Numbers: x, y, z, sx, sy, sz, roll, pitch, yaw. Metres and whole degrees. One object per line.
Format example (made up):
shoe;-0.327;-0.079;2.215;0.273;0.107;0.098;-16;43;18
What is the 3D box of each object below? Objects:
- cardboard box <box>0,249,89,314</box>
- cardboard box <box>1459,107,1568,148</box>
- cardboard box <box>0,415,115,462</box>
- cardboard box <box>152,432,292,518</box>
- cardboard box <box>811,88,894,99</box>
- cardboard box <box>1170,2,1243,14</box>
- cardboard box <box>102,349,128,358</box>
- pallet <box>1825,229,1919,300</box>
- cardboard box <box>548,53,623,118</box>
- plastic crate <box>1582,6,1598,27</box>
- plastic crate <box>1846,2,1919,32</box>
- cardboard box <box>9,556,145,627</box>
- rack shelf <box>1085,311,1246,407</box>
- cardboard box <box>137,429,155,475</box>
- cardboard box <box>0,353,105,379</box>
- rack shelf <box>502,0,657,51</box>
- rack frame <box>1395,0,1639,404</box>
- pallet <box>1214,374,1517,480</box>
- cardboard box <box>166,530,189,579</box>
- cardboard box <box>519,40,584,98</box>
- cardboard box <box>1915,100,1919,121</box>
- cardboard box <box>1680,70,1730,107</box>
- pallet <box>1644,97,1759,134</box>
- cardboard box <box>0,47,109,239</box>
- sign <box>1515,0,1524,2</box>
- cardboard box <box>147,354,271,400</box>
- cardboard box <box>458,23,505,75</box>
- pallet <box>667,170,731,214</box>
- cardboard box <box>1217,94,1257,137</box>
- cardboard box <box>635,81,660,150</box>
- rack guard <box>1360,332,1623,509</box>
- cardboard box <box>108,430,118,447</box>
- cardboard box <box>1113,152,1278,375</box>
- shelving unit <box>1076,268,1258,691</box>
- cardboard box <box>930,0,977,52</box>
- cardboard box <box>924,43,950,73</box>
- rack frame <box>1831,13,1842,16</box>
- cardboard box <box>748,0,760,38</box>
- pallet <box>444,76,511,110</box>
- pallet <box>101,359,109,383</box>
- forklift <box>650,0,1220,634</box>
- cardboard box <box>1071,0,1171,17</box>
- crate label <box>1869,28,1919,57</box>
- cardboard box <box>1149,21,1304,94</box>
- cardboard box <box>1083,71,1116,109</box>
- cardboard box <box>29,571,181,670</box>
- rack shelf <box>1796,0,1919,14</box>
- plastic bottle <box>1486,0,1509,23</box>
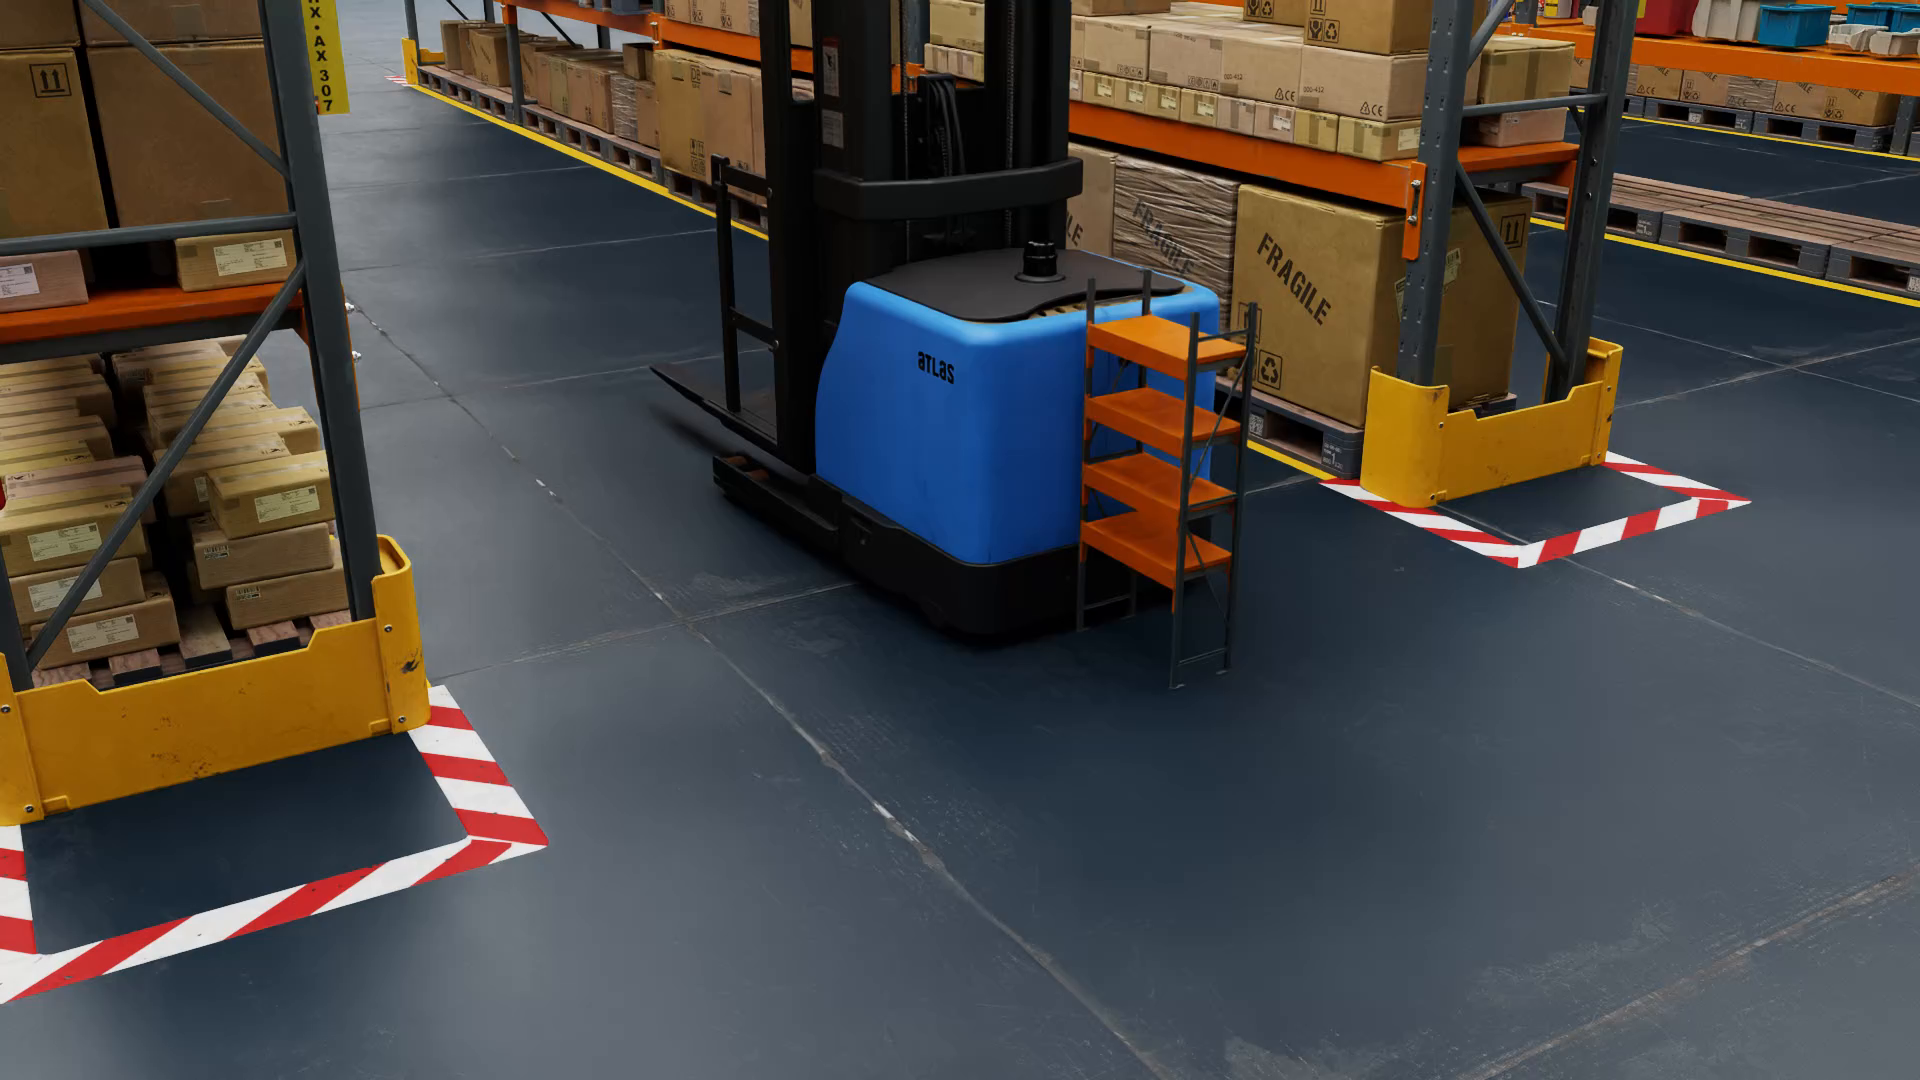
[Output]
cardboard box;-2.524;-0.694;4.370;0.380;0.149;0.250;-13;25;-28
cardboard box;2.303;-1.743;6.949;0.380;0.149;0.250;-12;25;-28
cardboard box;-3.001;-0.279;5.454;0.380;0.149;0.250;-14;26;-30
cardboard box;-2.334;-0.210;5.283;0.380;0.149;0.250;-12;25;-27
cardboard box;-0.186;-2.389;10.470;1.225;0.875;0.875;-13;25;-28
cardboard box;1.136;-2.619;8.576;0.500;0.250;0.500;-12;25;-27
cardboard box;-3.389;-0.885;6.945;0.380;0.149;0.250;-12;25;-27
pallet;6.071;-1.616;10.007;1.003;0.211;1.213;-13;25;-28
cardboard box;-3.406;-4.250;15.520;0.700;0.500;0.500;-13;25;-29
plastic crate;4.531;-3.656;11.593;0.396;0.136;0.243;-13;25;-28
plastic crate;5.790;-3.250;10.467;0.416;0.233;0.300;-13;25;-28
cardboard box;-2.630;0.113;4.883;0.380;0.149;0.250;-13;26;-30
rack shelf;0.626;-0.554;5.034;0.258;0.148;0.480;-14;26;-30
cardboard box;-2.709;-0.323;5.957;0.380;0.149;0.250;-14;26;-31
cardboard box;-3.476;-0.629;6.314;0.380;0.149;0.250;-14;26;-30
rack shelf;-2.907;-4.585;14.563;1.077;0.370;4.000;-13;25;-28
rack frame;2.201;-1.681;6.463;1.000;3.000;0.127;-13;25;-28
pallet;1.725;-0.633;7.588;1.003;0.211;1.213;-13;25;-28
cardboard box;-2.444;-0.013;5.587;0.380;0.149;0.250;-12;25;-28
cardboard box;-4.099;-4.739;16.749;0.500;0.500;0.500;-13;26;-30
cardboard box;8.639;-4.129;15.222;0.500;0.500;0.500;-14;26;-31
cardboard box;7.415;-4.519;16.180;0.500;0.500;0.500;-14;26;-30
pallet;7.601;-4.239;16.461;1.003;0.211;1.213;-13;25;-28
cardboard box;-2.565;-1.040;4.358;0.500;0.500;0.500;-12;25;-27
sign;3.942;-3.951;11.682;0.100;0.325;0.005;-13;25;-28
cardboard box;-2.779;-0.566;6.159;0.380;0.149;0.250;-12;25;-27
cardboard box;-5.333;-5.504;18.632;0.500;0.500;0.500;-6;23;-14
pallet;-1.547;-2.709;12.696;1.003;0.211;1.213;-13;25;-28
cardboard box;1.347;-1.863;7.245;0.380;0.149;0.250;-12;25;-27
cardboard box;-2.245;-3.529;13.746;0.700;0.500;0.500;-14;26;-31
rack guard;2.213;-0.515;6.915;1.175;0.500;0.348;-13;25;-28
cardboard box;-3.600;-0.439;6.636;0.380;0.149;0.250;-14;26;-30
cardboard box;1.341;-1.377;7.981;0.875;0.875;0.875;-13;25;-28
shelving unit;0.625;-0.191;5.184;0.258;1.200;0.503;-14;26;-30
cardboard box;0.173;-2.842;9.123;0.500;0.250;0.500;-13;26;-29
cardboard box;0.023;-2.700;9.303;0.380;0.149;0.250;-13;25;-28
rack frame;10.890;-7.129;19.866;1.000;3.000;0.127;-13;25;-28
cardboard box;-1.087;-3.613;11.085;0.500;0.500;0.500;-13;25;-28
pallet;-4.929;-4.880;18.036;1.003;0.211;1.213;-13;25;-28
pallet;-3.784;-0.552;7.389;1.003;0.211;1.213;-13;25;-28
forklift;-0.341;-1.557;6.249;1.130;2.935;3.031;-14;26;-30
cardboard box;0.697;-2.859;8.169;0.500;0.500;0.500;-14;26;-30
crate label;5.588;-2.950;9.857;0.396;0.136;0.243;-13;25;-28
cardboard box;1.207;-2.184;7.505;0.500;0.250;0.500;-14;26;-30
cardboard box;0.821;-2.195;8.062;0.380;0.149;0.250;-13;26;-30
cardboard box;-2.563;0.236;4.975;0.380;0.149;0.250;-12;25;-27
rack shelf;7.654;-5.194;16.062;1.077;0.370;4.000;-13;25;-28
plastic bottle;3.937;-3.936;12.177;0.152;0.276;0.135;-13;25;-28
